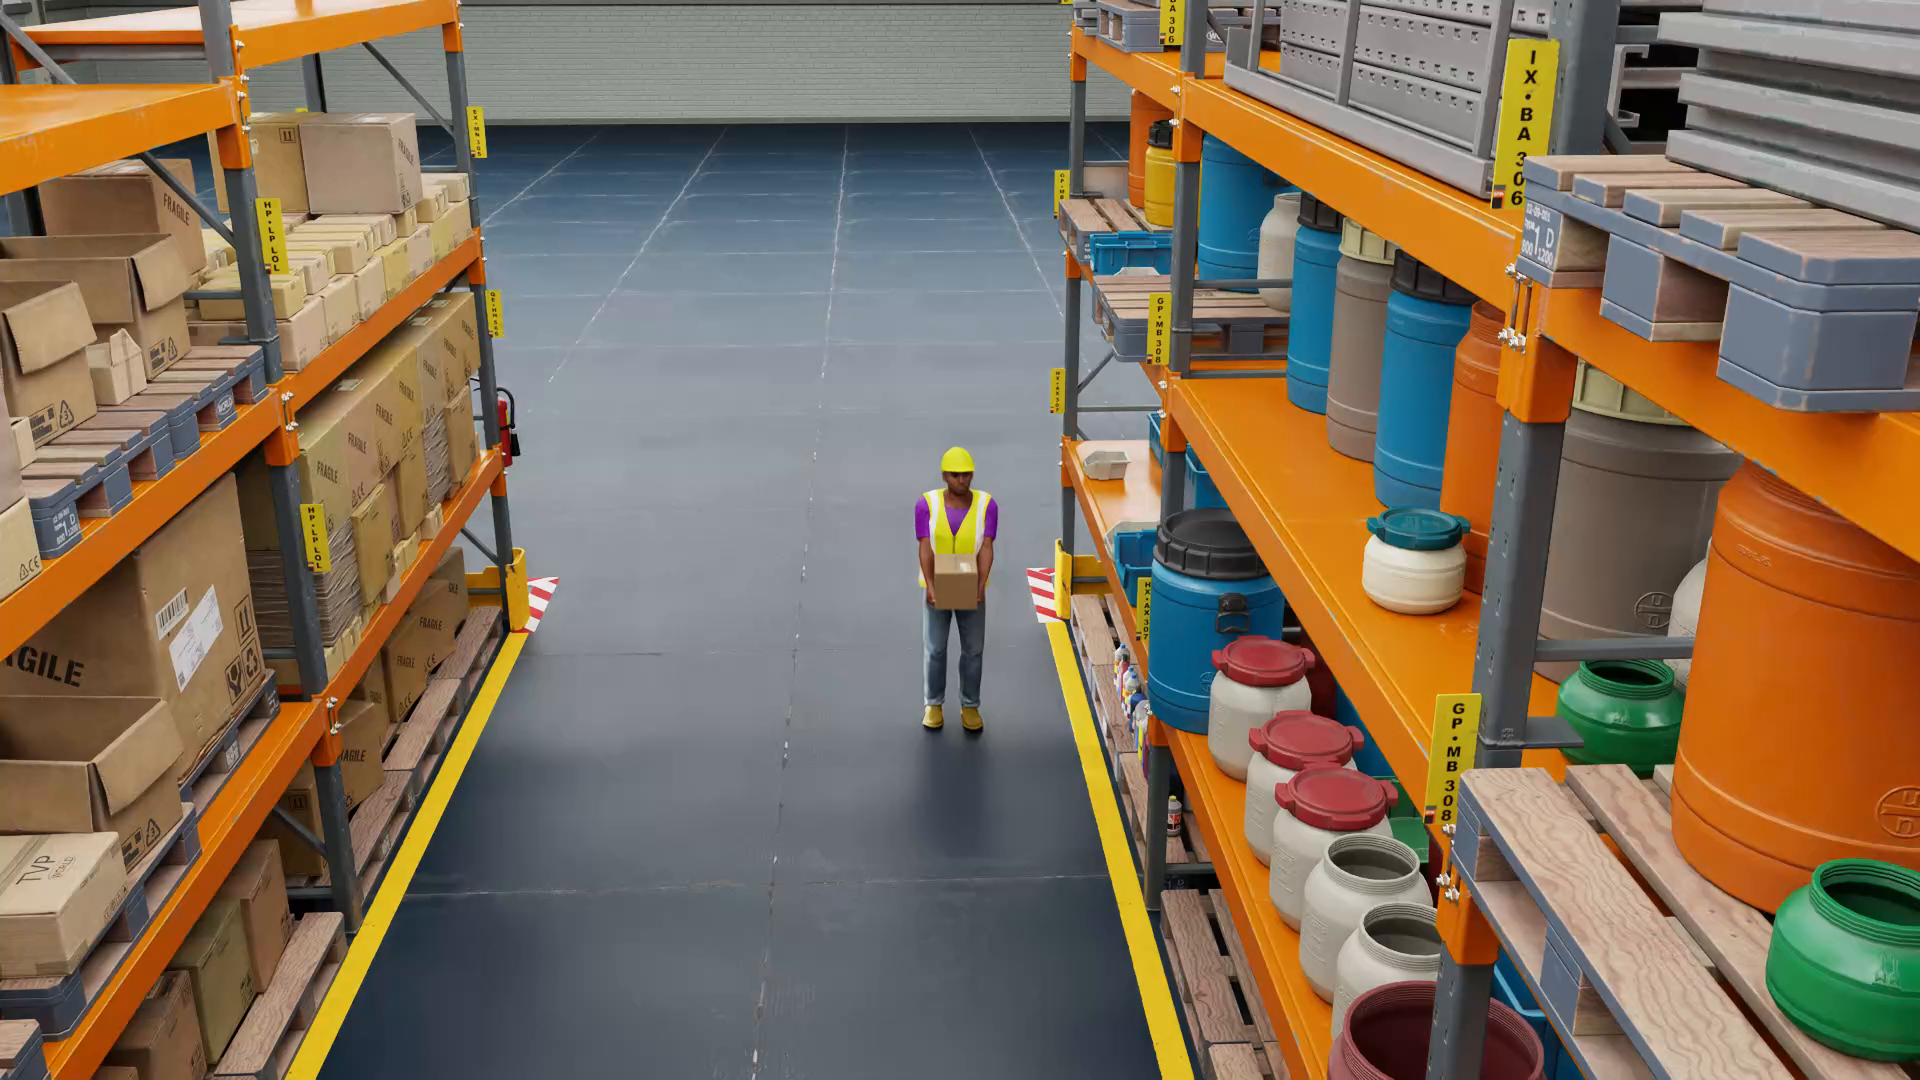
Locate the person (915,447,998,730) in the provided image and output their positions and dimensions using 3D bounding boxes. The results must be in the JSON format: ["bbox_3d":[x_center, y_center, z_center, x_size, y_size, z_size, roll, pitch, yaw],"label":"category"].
[{"bbox_3d":[-0.017,0.327,10.163,0.504,1.760,0.585,-1,20,-2],"label":"person"}]
